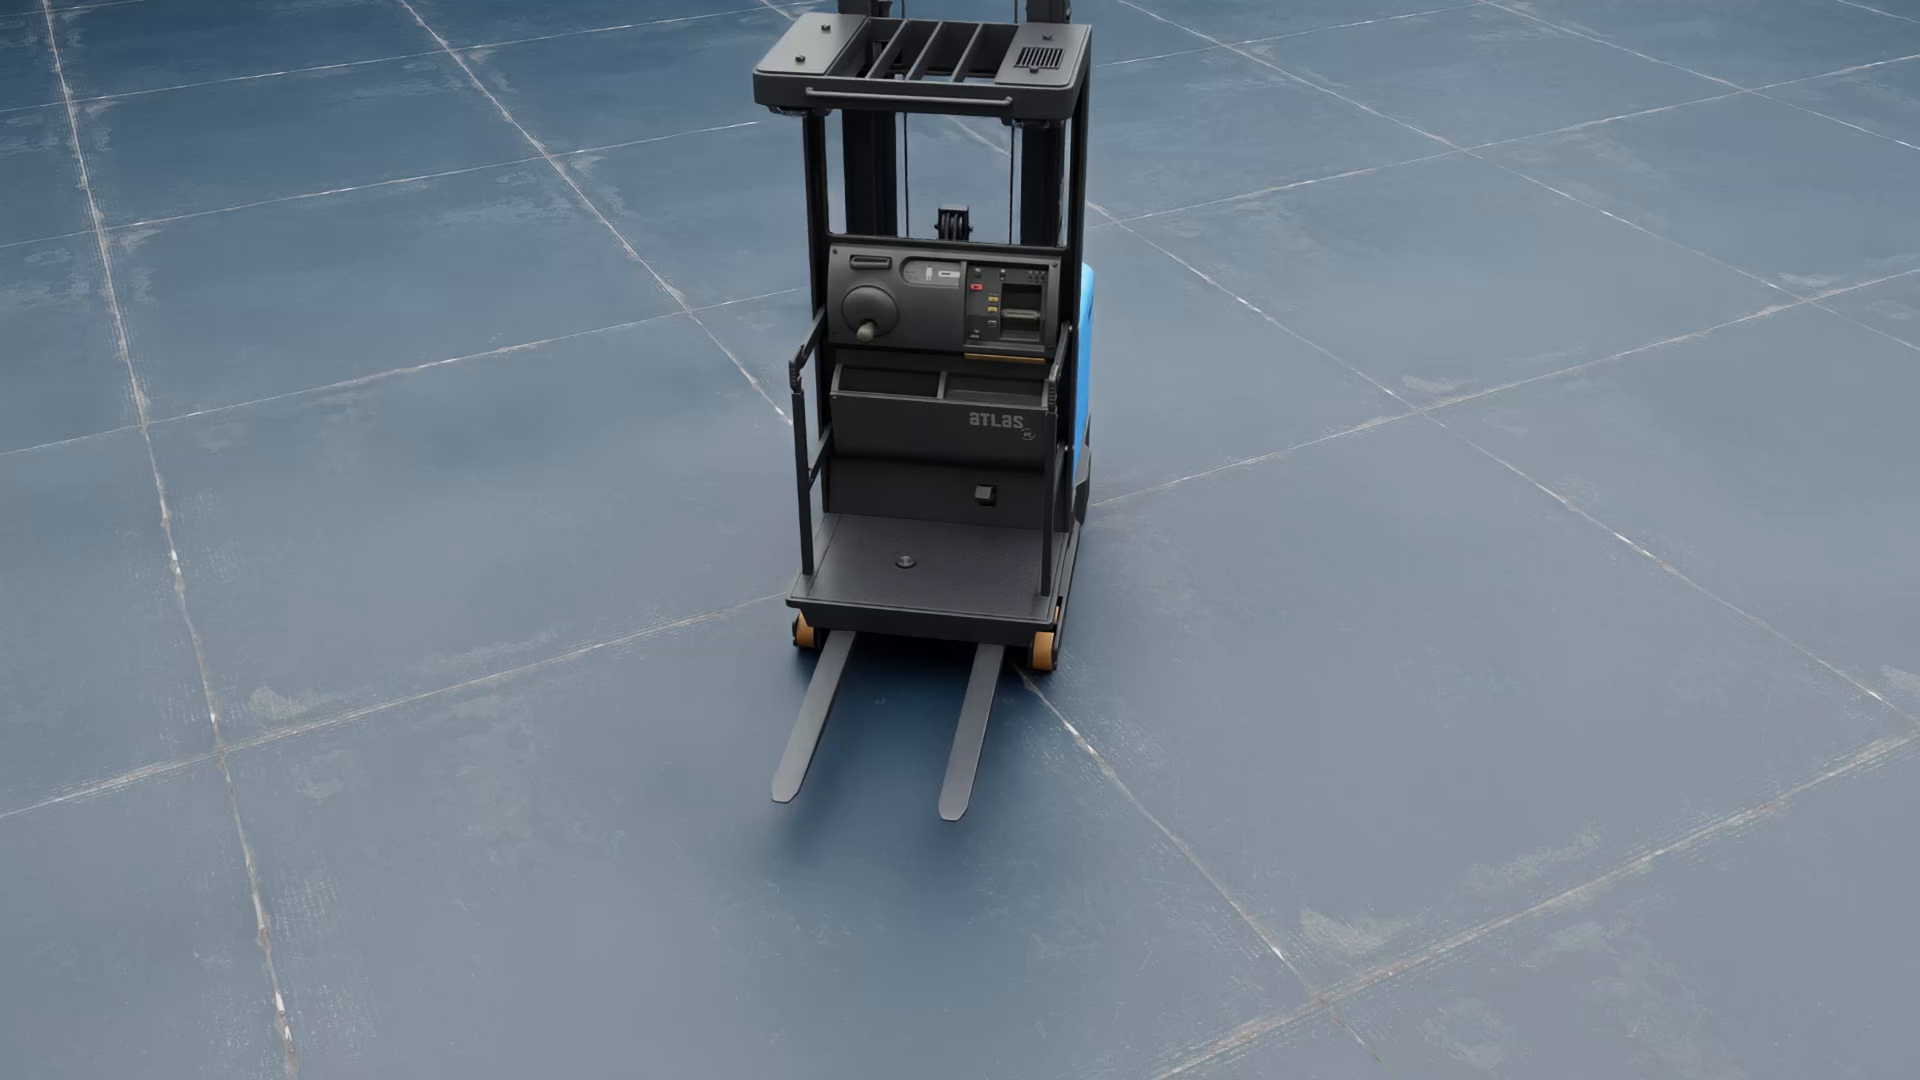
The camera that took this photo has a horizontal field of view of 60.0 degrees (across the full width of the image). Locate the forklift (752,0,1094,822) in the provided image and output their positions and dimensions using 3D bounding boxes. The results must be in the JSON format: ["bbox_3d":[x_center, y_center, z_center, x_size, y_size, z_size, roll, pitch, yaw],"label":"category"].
[{"bbox_3d":[-0.099,-0.900,6.438,1.130,2.935,3.031,5,33,8],"label":"forklift"}]
